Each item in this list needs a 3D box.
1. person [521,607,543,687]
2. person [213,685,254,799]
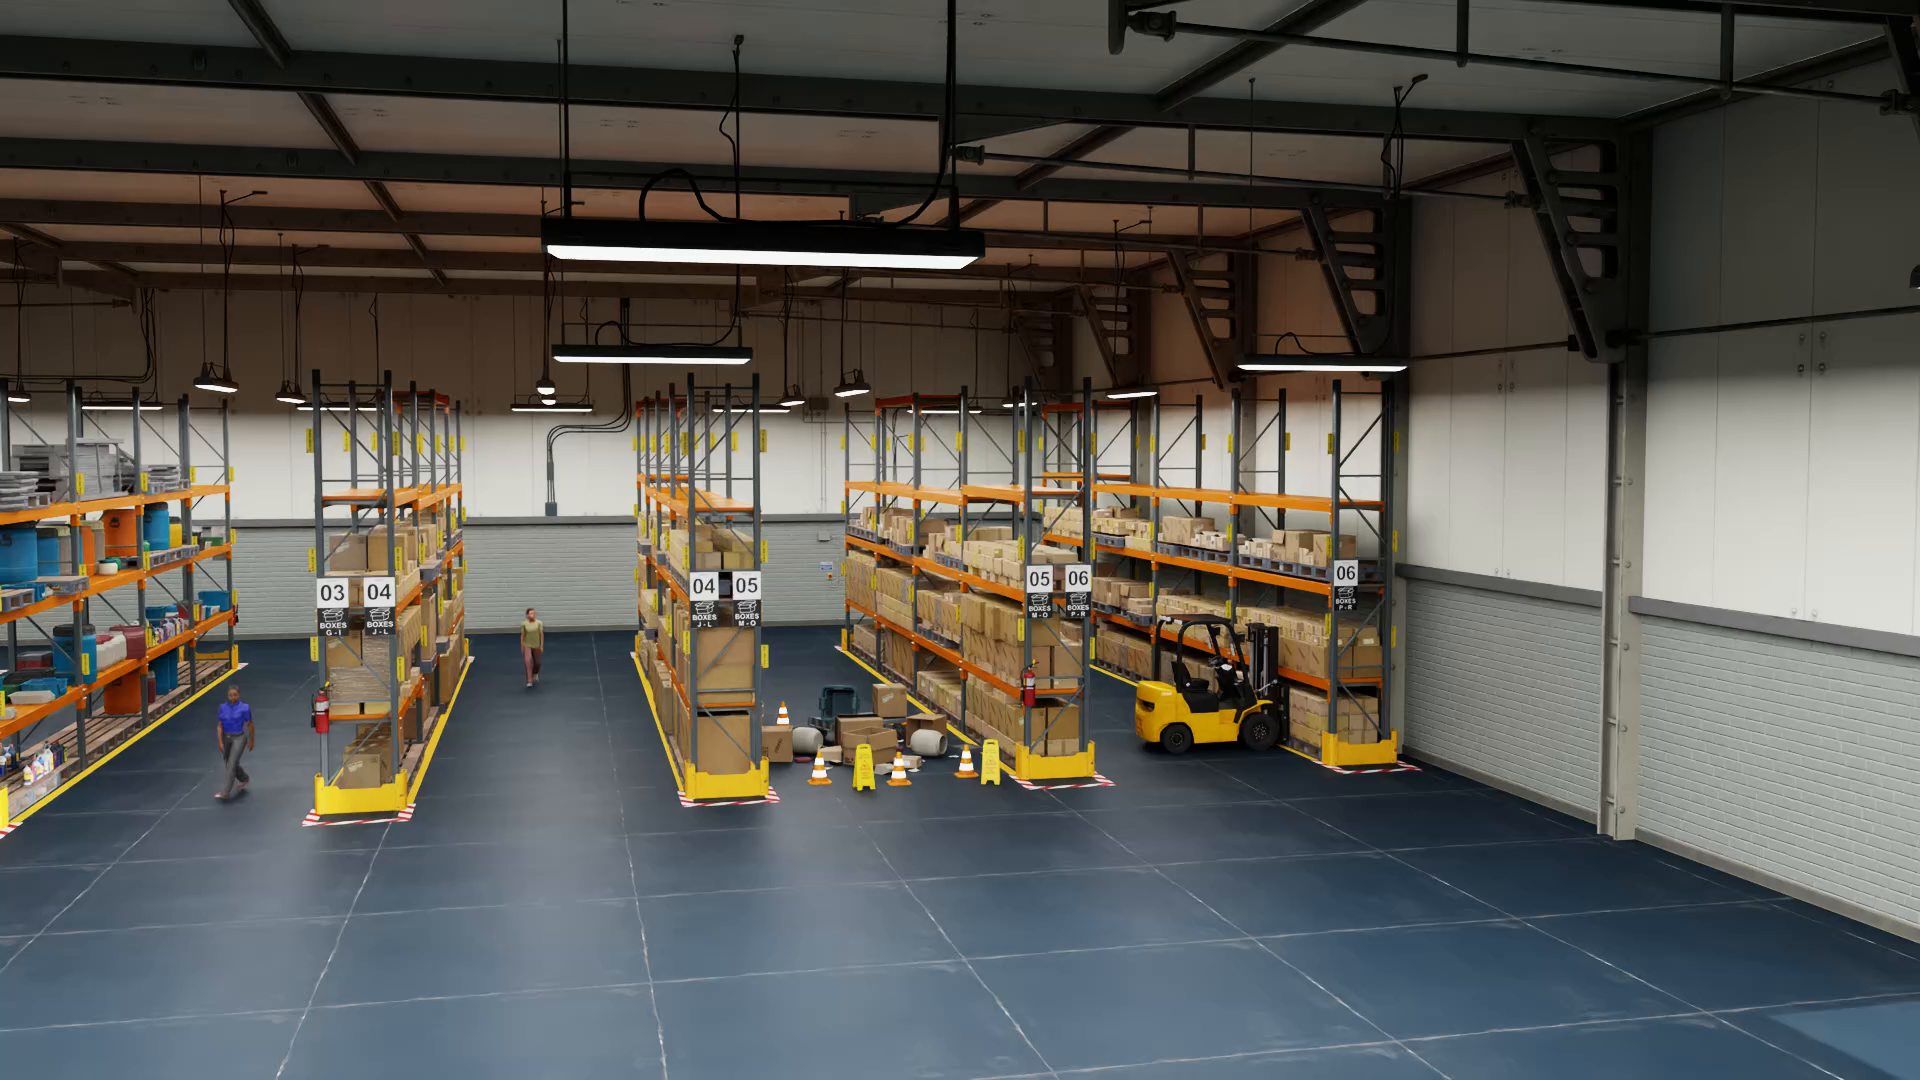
[{"bbox_3d":[-8.860,2.194,34.426,0.457,1.624,0.948,-1,3,-17],"label":"person"},{"bbox_3d":[-10.328,2.846,23.608,0.436,1.554,1.097,0,3,4],"label":"person"}]
